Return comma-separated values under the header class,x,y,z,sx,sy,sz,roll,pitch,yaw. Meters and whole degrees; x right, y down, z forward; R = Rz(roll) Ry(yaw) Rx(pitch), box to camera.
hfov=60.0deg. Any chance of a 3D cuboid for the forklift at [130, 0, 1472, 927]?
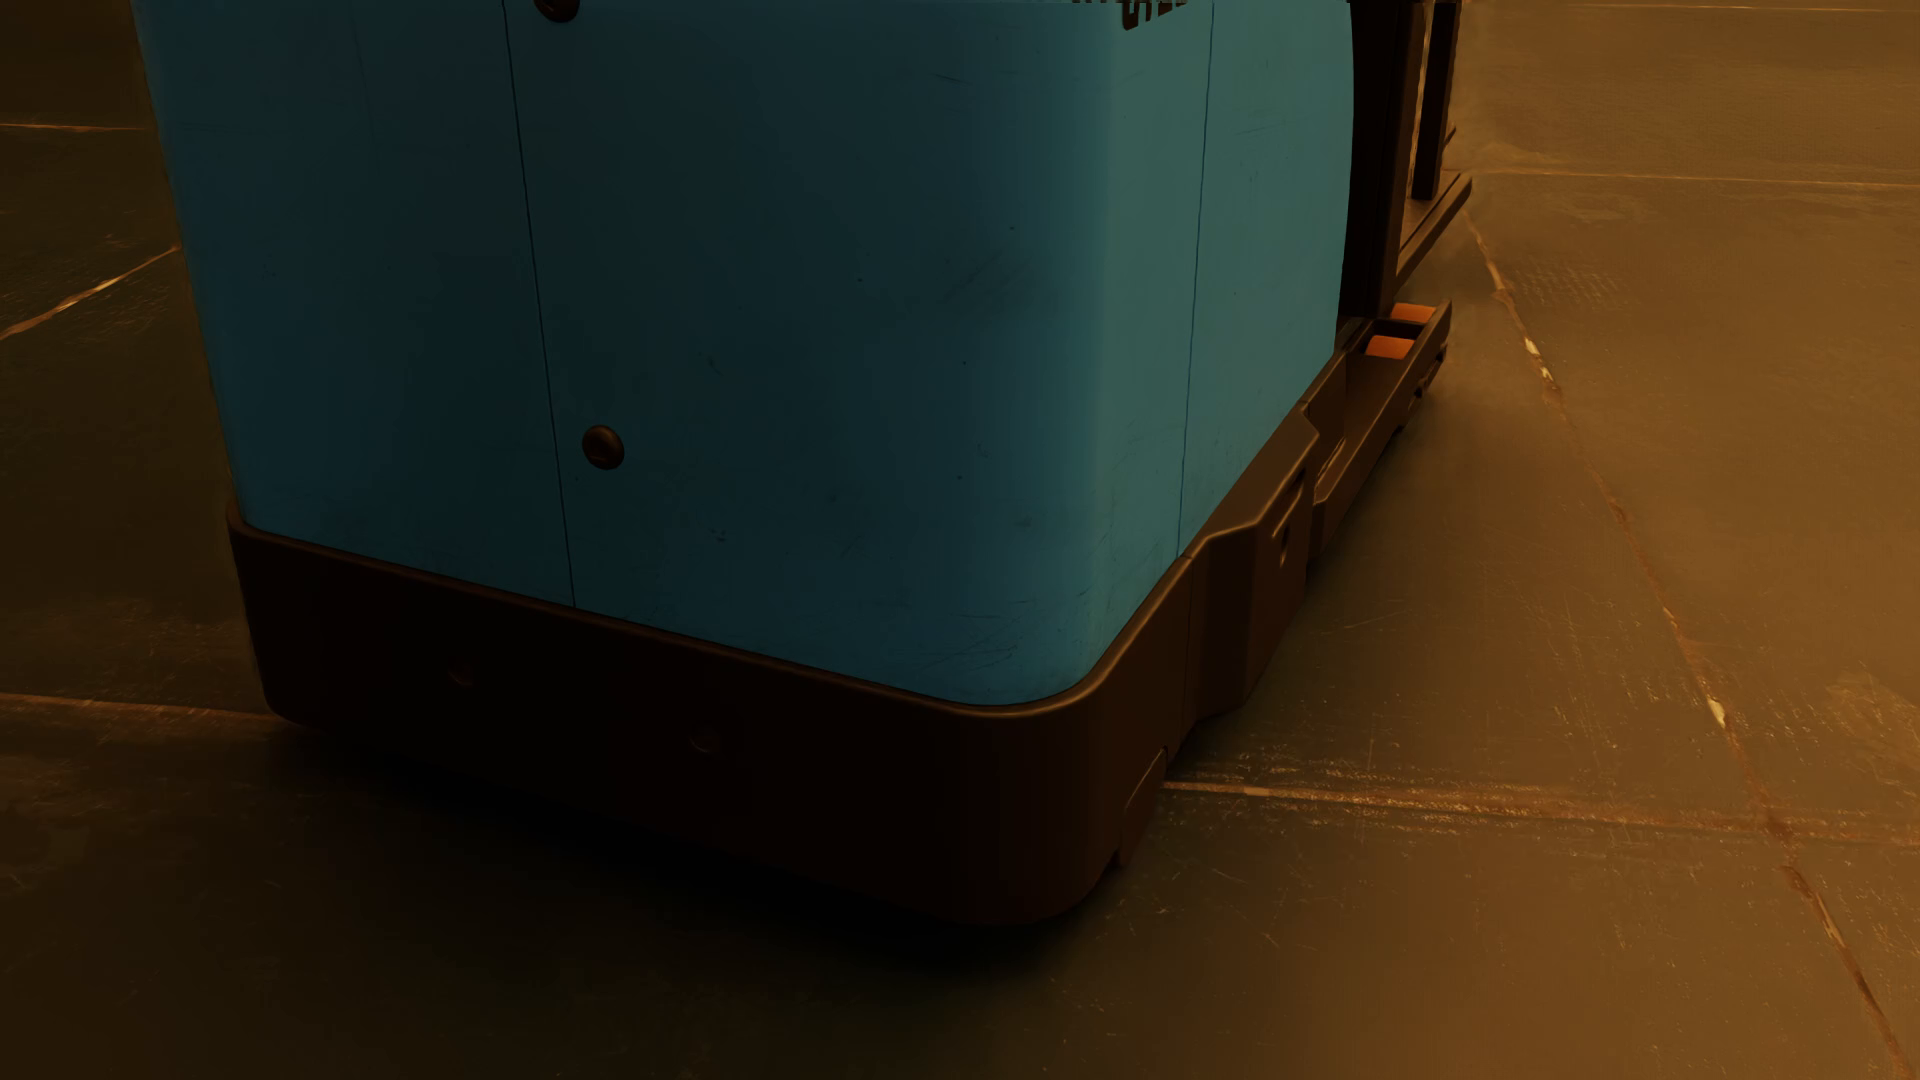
class,x,y,z,sx,sy,sz,roll,pitch,yaw
forklift,0.248,-1.571,2.367,1.130,2.935,3.031,12,29,22
